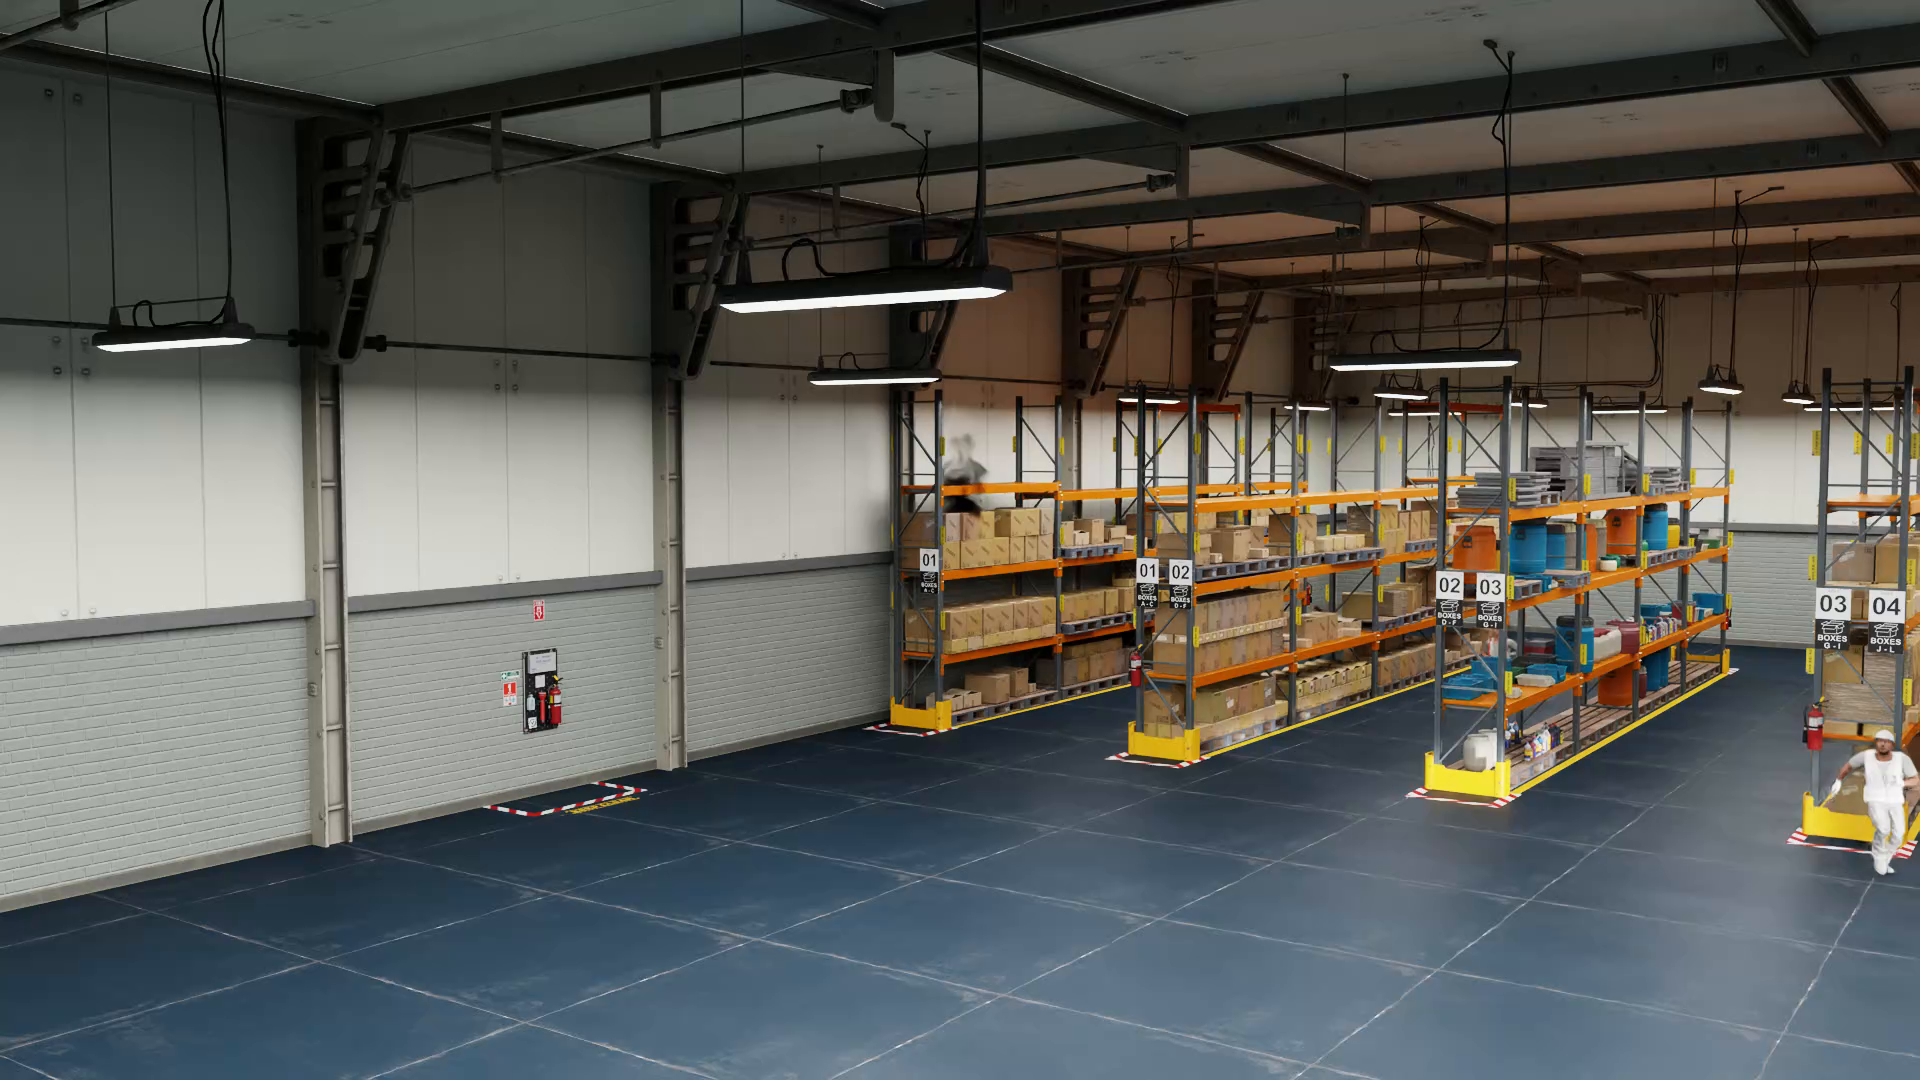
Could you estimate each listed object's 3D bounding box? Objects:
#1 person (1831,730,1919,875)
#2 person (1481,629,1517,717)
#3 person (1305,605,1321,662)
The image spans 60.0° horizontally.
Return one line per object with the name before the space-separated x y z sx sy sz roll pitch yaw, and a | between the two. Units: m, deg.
person | 10.773 3.060 19.540 0.778 1.701 0.814 1 3 10
person | 9.889 2.402 30.563 0.673 1.751 0.656 3 4 41
person | 7.583 2.204 35.562 0.528 1.626 0.768 2 4 29
